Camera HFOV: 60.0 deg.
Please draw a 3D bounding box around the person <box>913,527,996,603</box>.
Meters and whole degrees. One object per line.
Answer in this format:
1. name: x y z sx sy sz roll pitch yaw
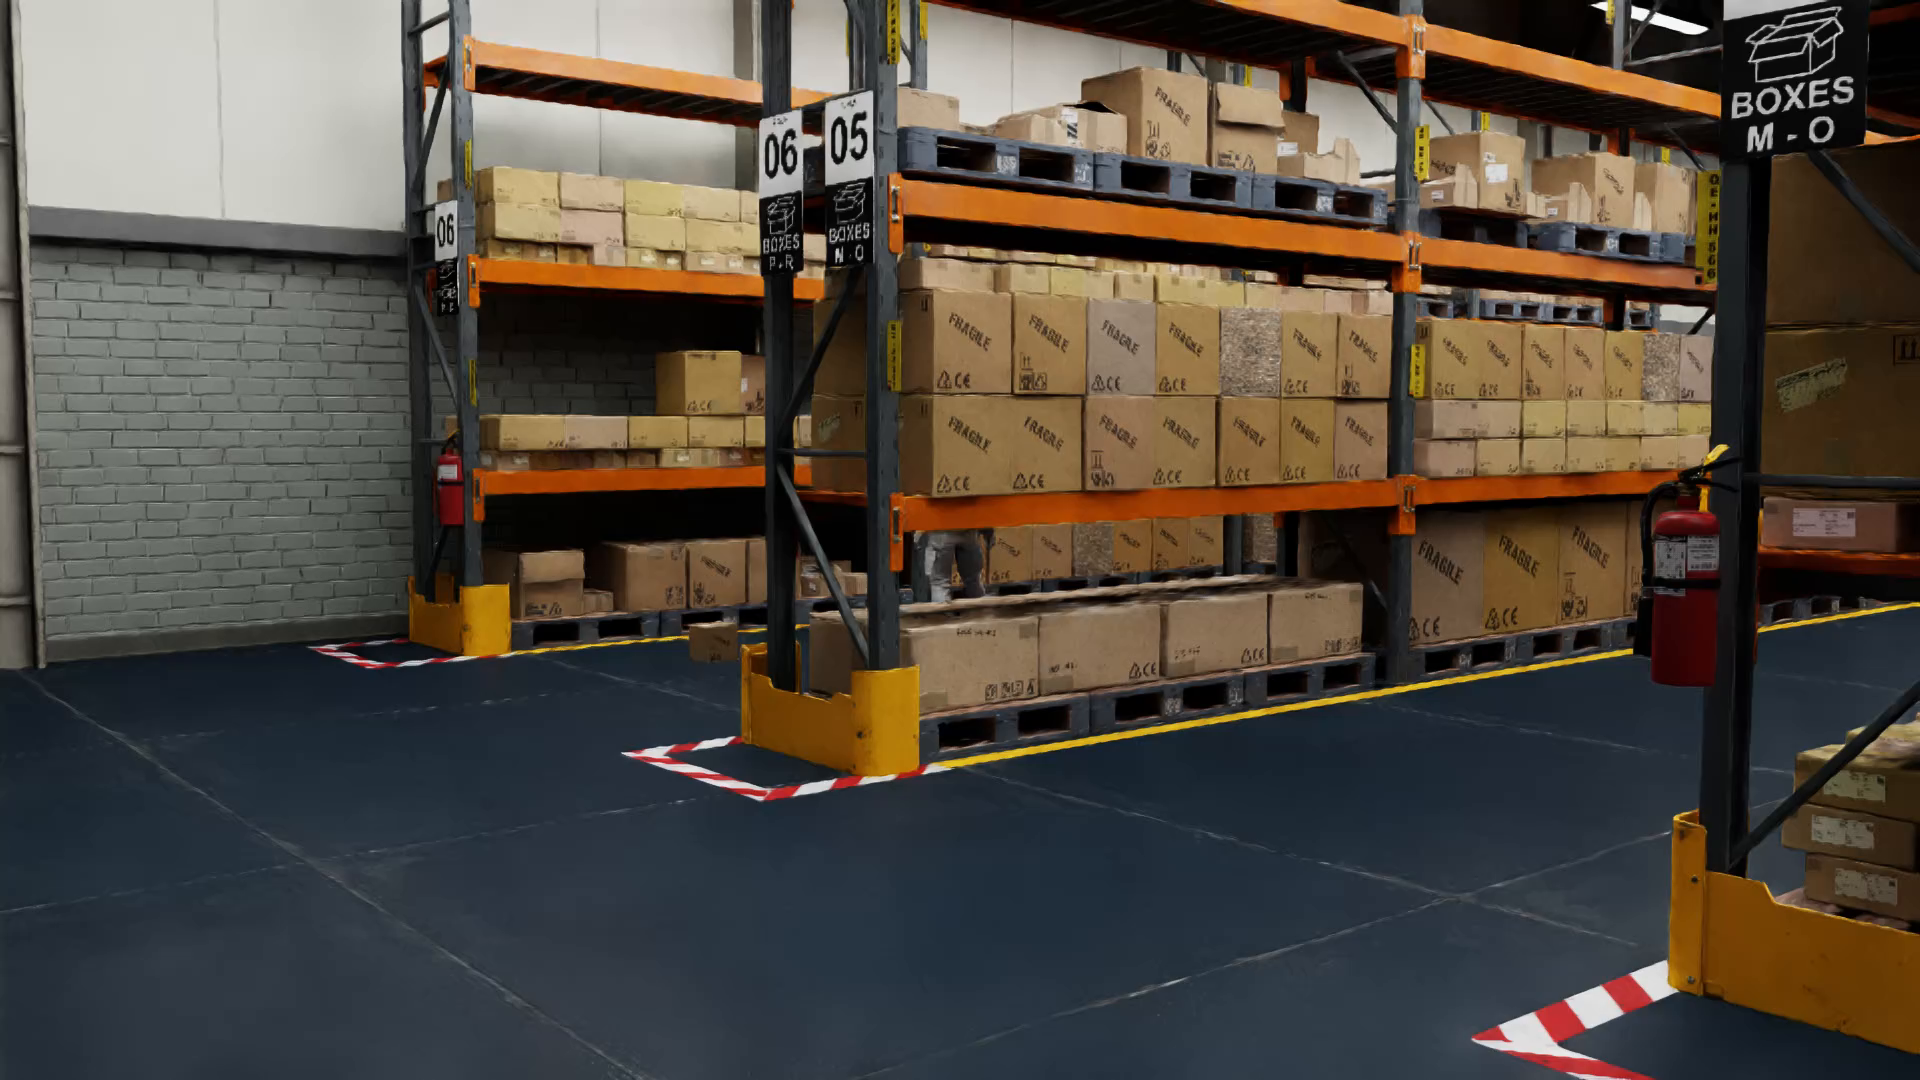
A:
1. person: -0.061 -0.072 11.920 0.652 1.771 0.546 -3 5 -33
